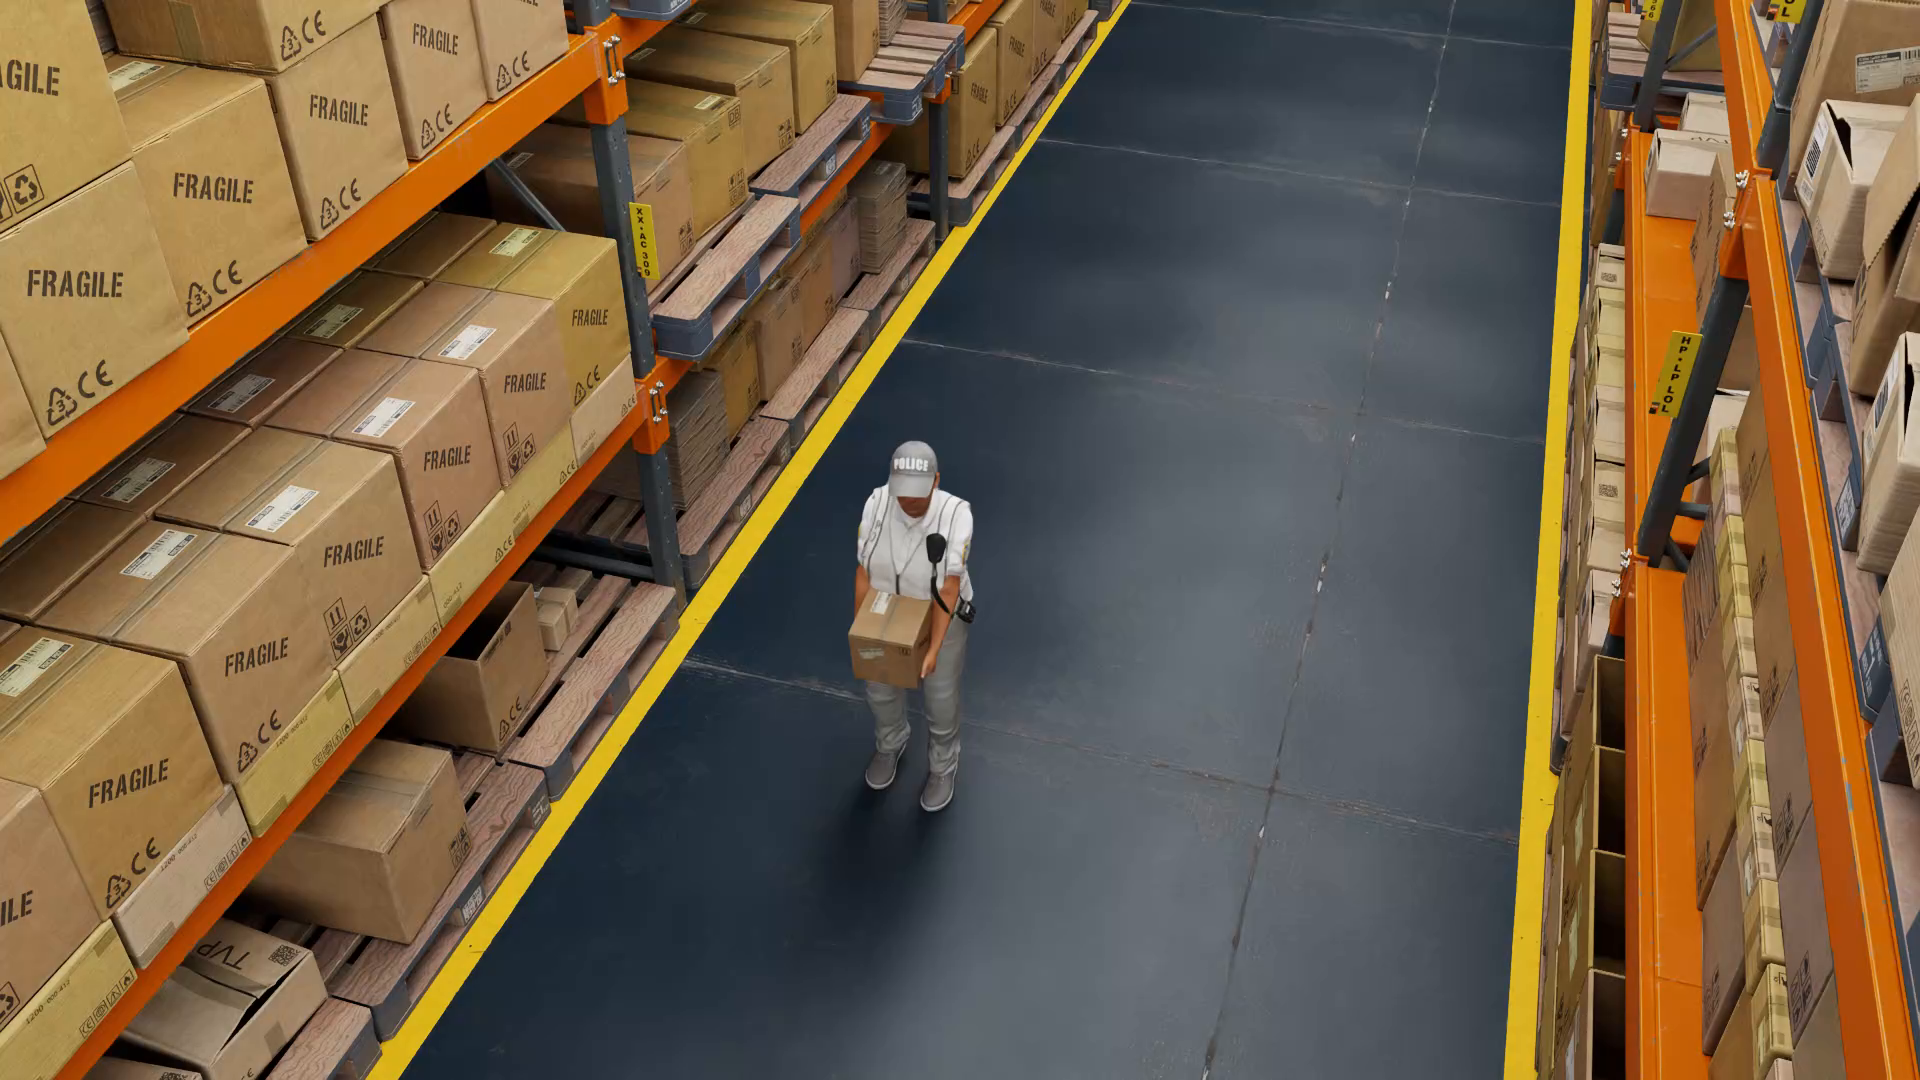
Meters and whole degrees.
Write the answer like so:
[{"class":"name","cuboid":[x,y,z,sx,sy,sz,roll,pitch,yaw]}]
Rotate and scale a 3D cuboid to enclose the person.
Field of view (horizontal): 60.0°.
[{"class":"person","cuboid":[-0.185,0.343,6.448,0.452,1.661,0.552,10,38,13]}]
